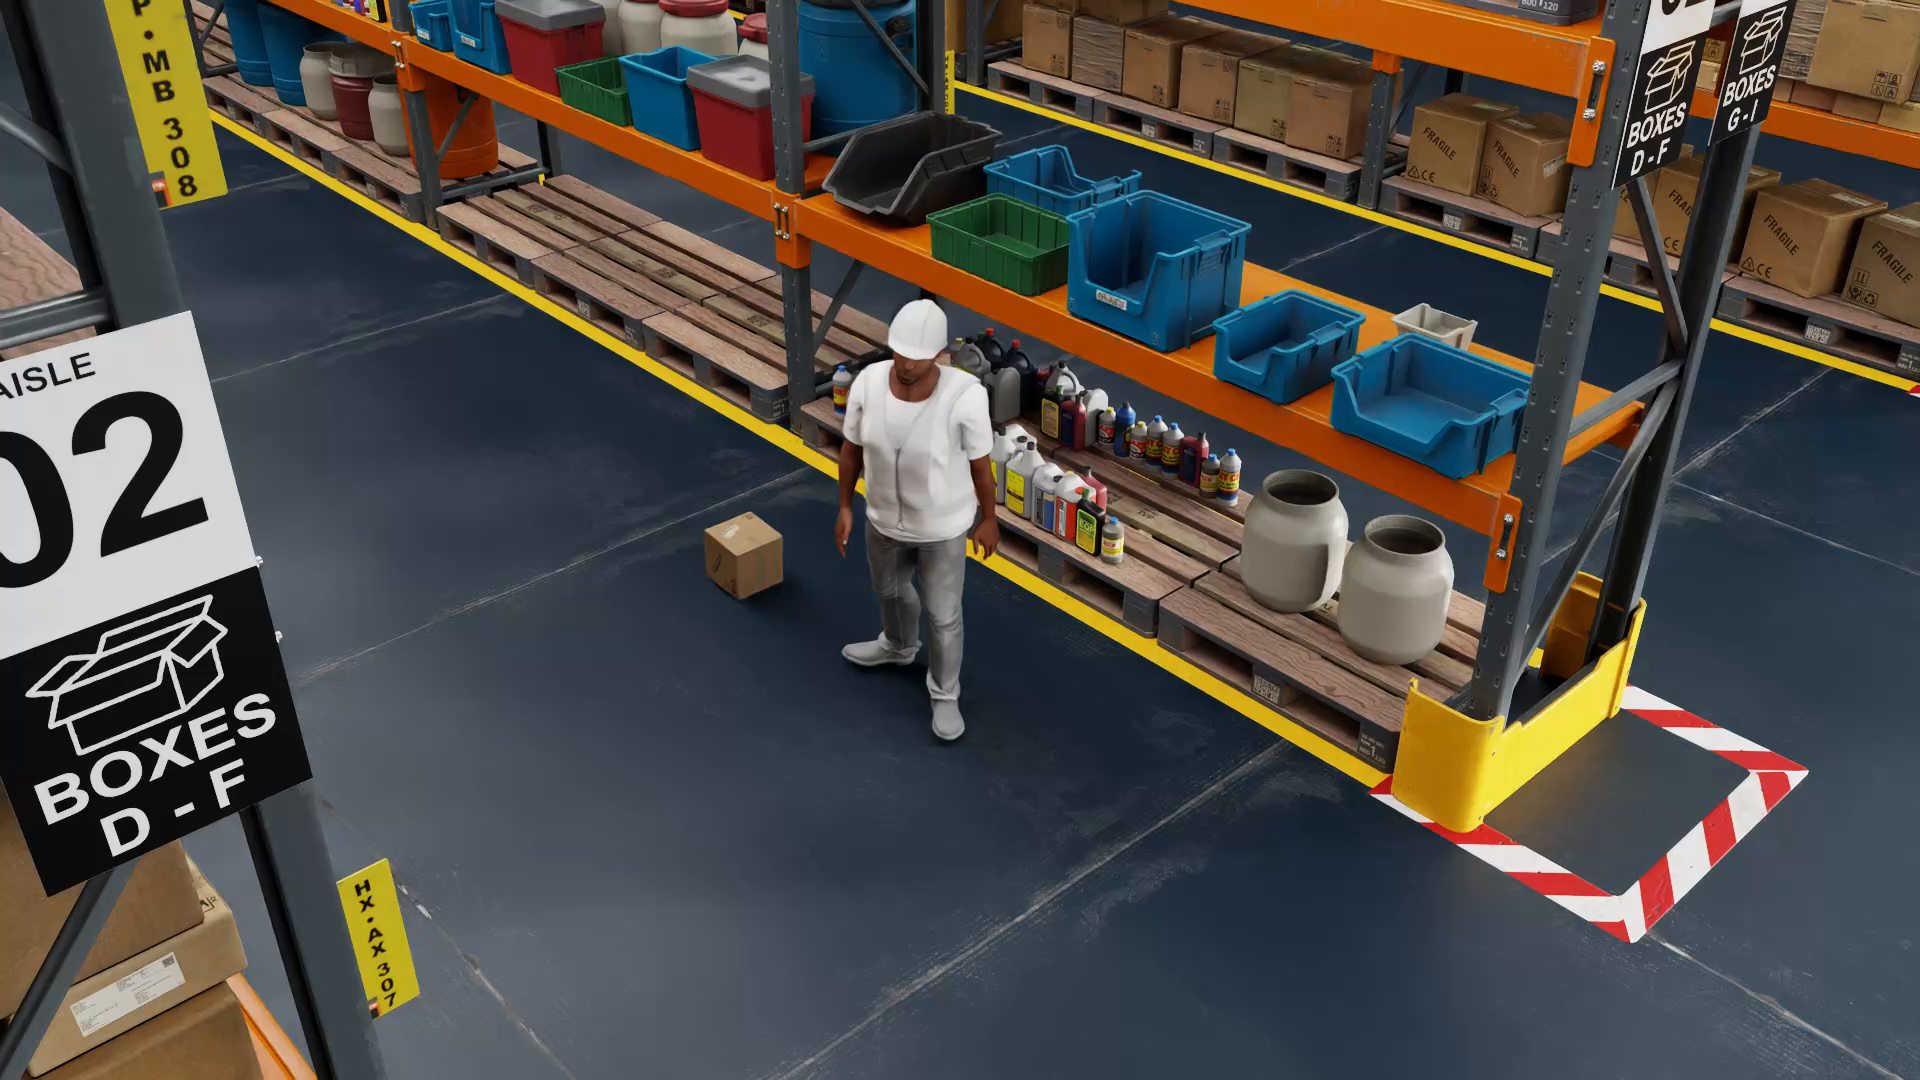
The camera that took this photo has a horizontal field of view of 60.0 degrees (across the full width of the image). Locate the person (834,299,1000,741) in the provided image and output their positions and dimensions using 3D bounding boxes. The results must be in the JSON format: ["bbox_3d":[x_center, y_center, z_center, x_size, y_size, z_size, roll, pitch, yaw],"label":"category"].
[{"bbox_3d":[-0.212,-0.122,6.297,0.707,1.764,0.468,15,35,23],"label":"person"}]
